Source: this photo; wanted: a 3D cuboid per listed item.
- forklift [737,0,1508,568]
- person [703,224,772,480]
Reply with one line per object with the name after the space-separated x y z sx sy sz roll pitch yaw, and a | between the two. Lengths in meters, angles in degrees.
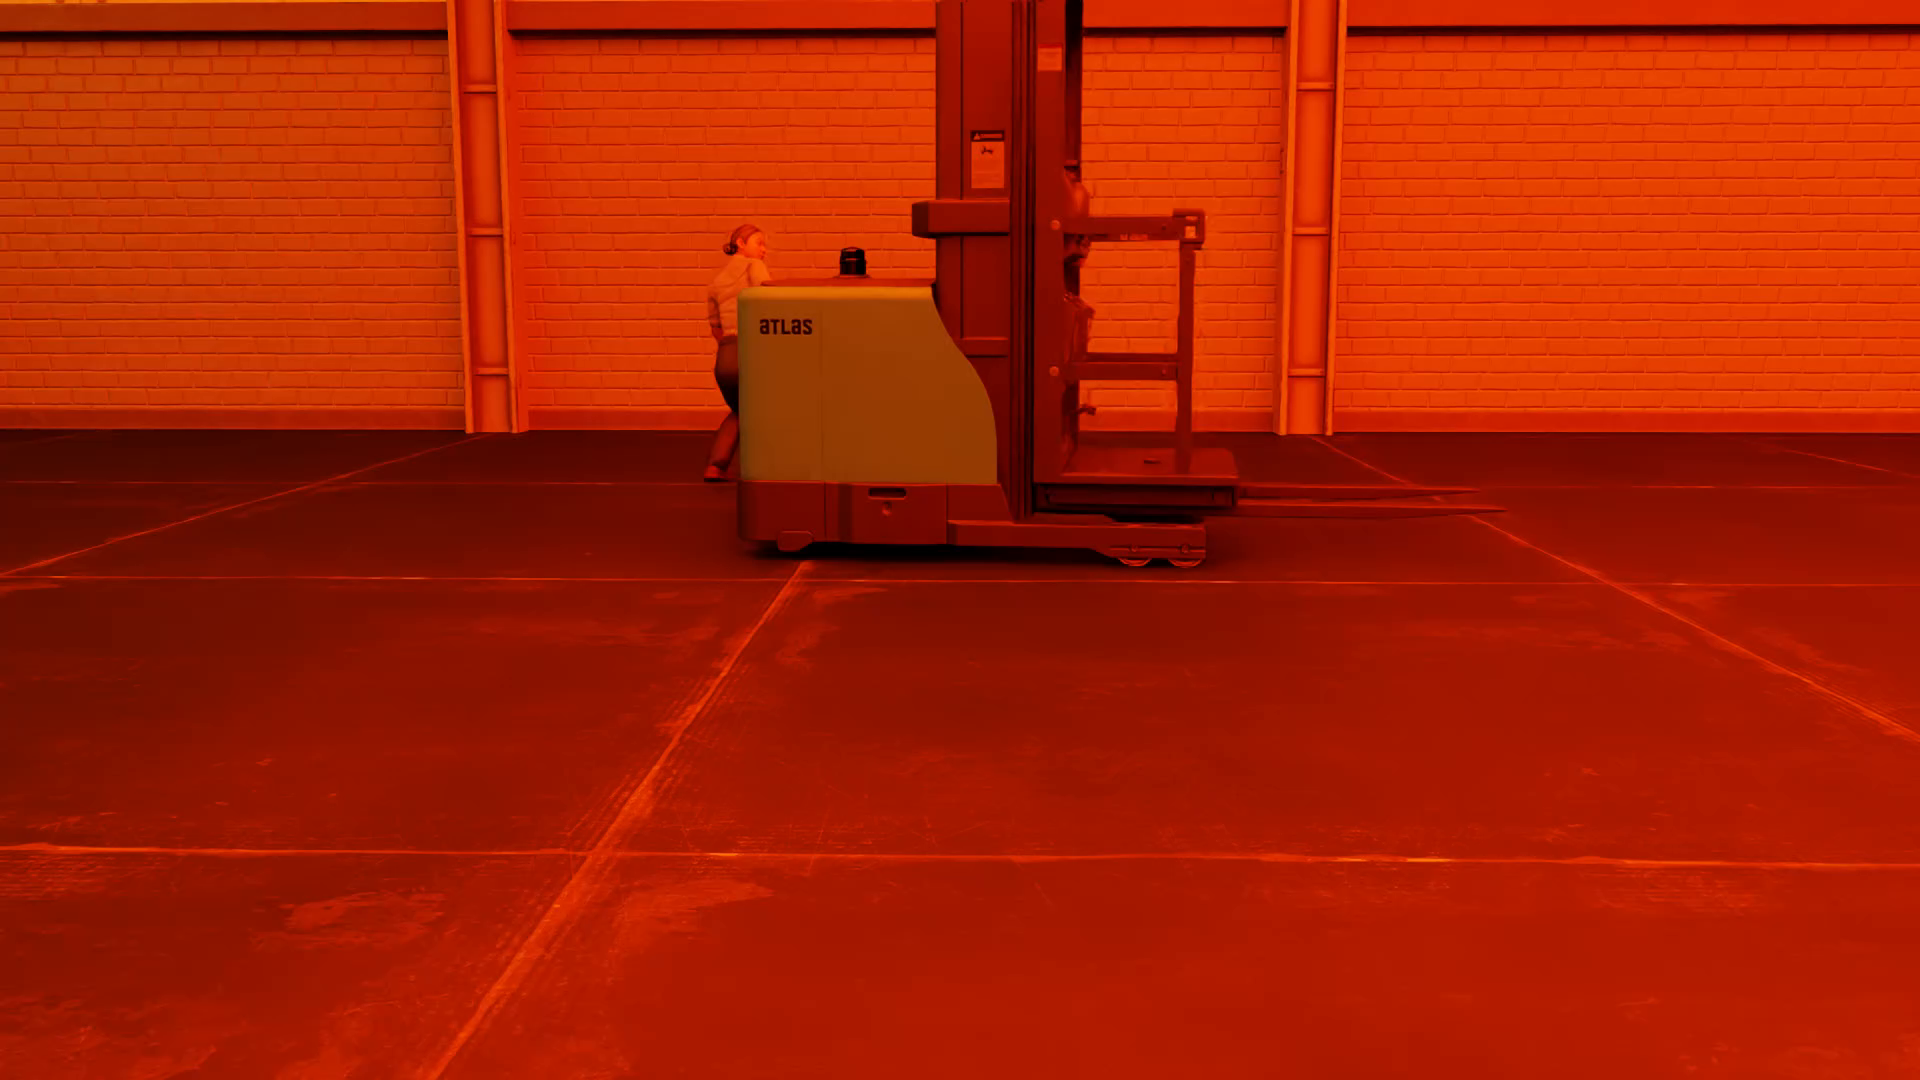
0.661 -1.426 6.753 3.031 2.935 1.130 1 9 7 | forklift
-1.095 -1.030 9.269 0.715 1.438 0.668 4 10 25 | person
